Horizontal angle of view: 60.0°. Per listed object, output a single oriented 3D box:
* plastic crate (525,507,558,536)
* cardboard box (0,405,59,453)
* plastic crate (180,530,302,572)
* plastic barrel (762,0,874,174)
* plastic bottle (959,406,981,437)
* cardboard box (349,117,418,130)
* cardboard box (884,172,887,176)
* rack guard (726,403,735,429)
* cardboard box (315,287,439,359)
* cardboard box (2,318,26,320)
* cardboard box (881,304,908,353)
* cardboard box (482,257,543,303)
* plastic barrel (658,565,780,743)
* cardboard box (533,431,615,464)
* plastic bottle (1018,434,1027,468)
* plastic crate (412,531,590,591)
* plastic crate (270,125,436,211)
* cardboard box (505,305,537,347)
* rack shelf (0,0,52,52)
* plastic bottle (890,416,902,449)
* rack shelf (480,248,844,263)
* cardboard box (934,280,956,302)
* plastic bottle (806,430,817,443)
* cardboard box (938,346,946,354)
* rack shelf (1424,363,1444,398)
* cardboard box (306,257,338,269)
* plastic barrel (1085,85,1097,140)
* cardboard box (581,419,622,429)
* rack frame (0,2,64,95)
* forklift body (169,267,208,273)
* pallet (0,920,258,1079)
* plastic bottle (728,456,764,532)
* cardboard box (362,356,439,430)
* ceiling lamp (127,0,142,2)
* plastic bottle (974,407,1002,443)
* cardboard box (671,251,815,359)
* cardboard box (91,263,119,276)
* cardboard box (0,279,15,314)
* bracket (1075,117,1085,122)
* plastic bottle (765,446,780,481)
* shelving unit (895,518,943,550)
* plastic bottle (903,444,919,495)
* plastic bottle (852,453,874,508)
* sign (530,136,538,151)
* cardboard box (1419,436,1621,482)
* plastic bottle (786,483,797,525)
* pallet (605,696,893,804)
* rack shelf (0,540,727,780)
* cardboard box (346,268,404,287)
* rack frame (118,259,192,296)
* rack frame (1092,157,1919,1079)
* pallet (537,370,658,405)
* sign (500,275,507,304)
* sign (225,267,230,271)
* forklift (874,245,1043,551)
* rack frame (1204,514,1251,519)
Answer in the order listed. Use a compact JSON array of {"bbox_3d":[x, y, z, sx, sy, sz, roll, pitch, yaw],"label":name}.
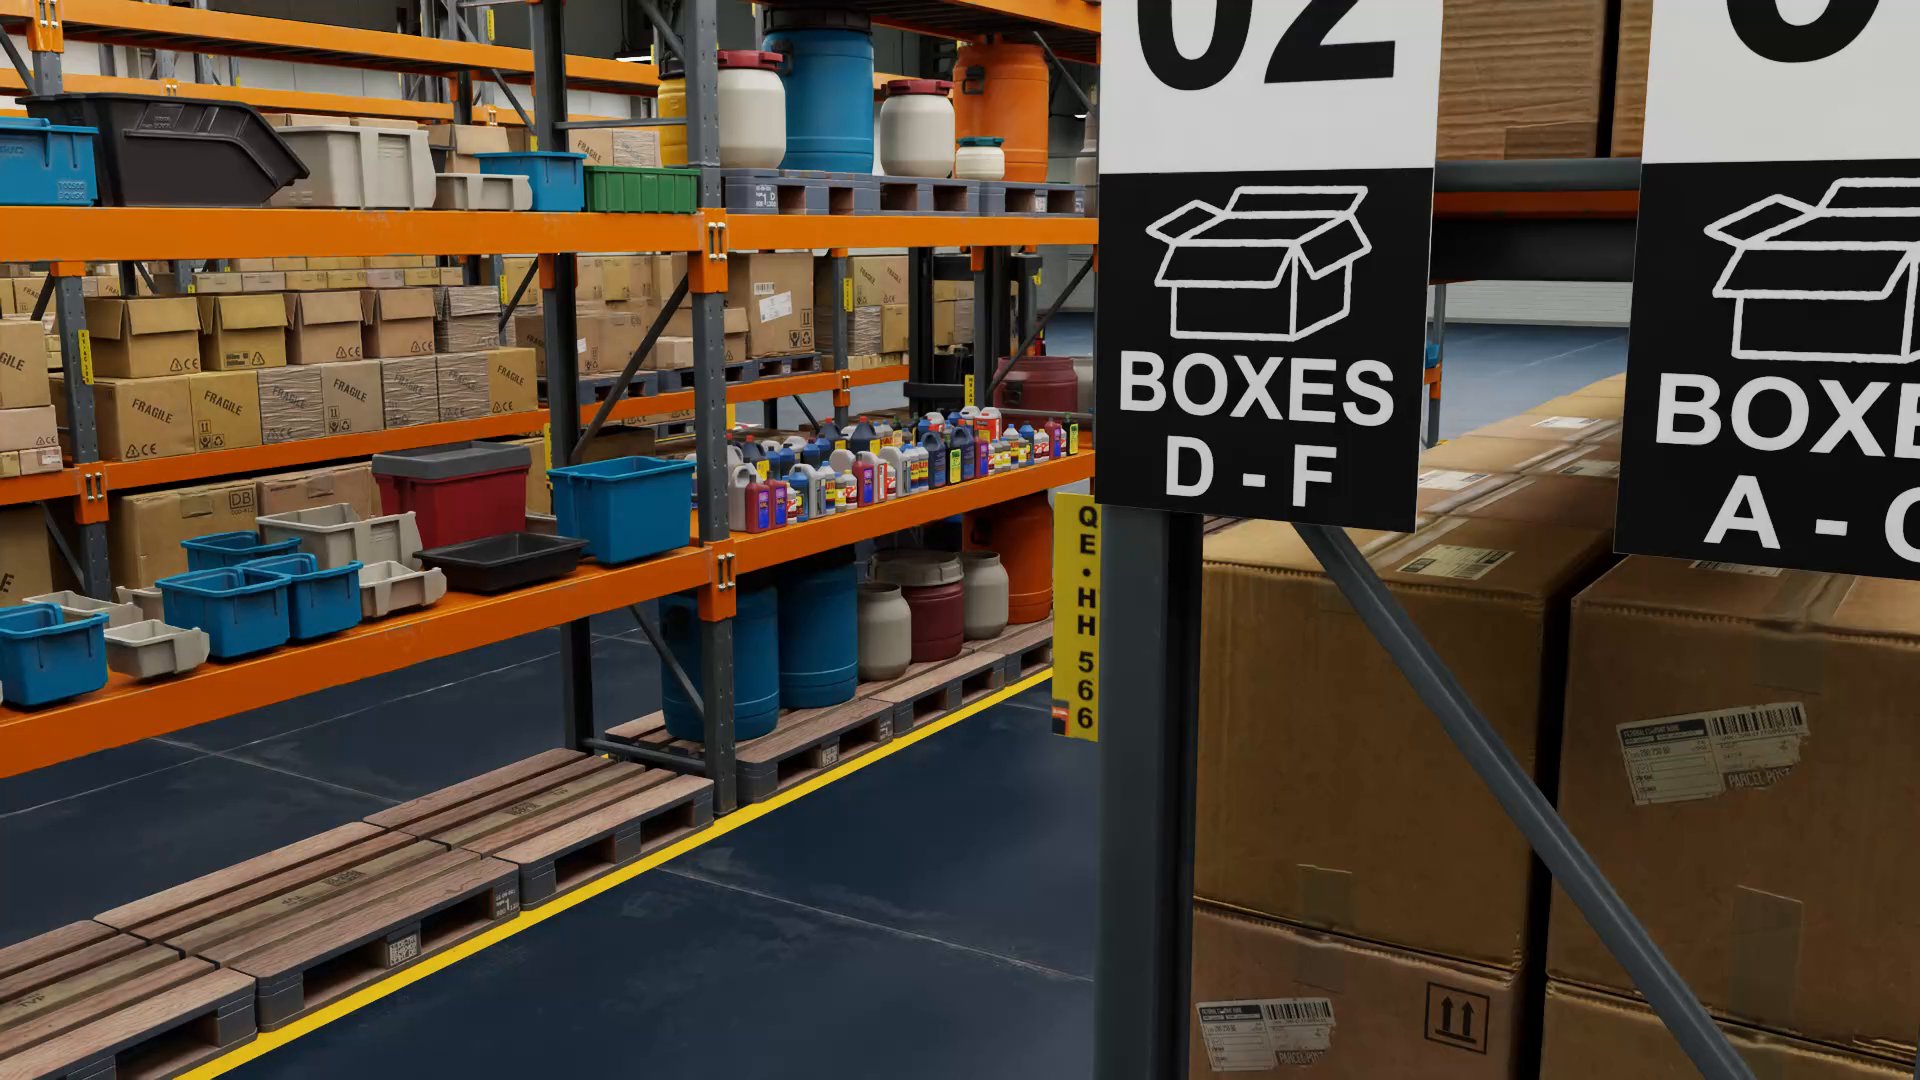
[{"bbox_3d":[-1.889,-0.060,7.589,0.396,0.136,0.243,6,12,31],"label":"plastic crate"},{"bbox_3d":[-5.763,-0.670,9.898,0.500,0.250,0.500,6,12,30],"label":"cardboard box"},{"bbox_3d":[-2.754,0.115,6.394,0.416,0.233,0.300,6,12,31],"label":"plastic crate"},{"bbox_3d":[-0.769,-2.430,9.040,0.600,0.901,0.708,6,12,31],"label":"plastic barrel"},{"bbox_3d":[0.051,-0.750,11.062,0.152,0.276,0.135,6,12,31],"label":"plastic bottle"},{"bbox_3d":[-4.309,-2.805,12.134,0.500,0.500,0.500,7,13,34],"label":"cardboard box"},{"bbox_3d":[-0.529,-4.288,19.029,0.500,0.500,0.500,6,12,30],"label":"cardboard box"},{"bbox_3d":[-3.702,-1.845,23.363,1.175,0.500,0.348,6,12,31],"label":"rack guard"},{"bbox_3d":[-4.415,-1.648,12.523,0.797,0.503,0.637,7,13,32],"label":"cardboard box"},{"bbox_3d":[-8.404,-1.863,14.592,0.380,0.149,0.250,7,13,33],"label":"cardboard box"},{"bbox_3d":[-1.028,-2.286,17.849,0.875,0.500,0.500,6,12,31],"label":"cardboard box"},{"bbox_3d":[-5.384,-3.197,20.453,0.875,0.550,0.550,6,12,31],"label":"cardboard box"},{"bbox_3d":[-1.228,0.522,8.492,0.600,0.901,0.708,6,12,31],"label":"plastic barrel"},{"bbox_3d":[-3.359,-0.786,14.475,0.500,0.250,0.500,7,13,33],"label":"cardboard box"},{"bbox_3d":[0.360,-0.548,10.183,0.097,0.201,0.097,0,11,0],"label":"plastic bottle"},{"bbox_3d":[-1.876,0.088,6.831,0.437,0.125,0.590,6,12,31],"label":"plastic crate"},{"bbox_3d":[-2.187,-1.325,5.968,0.437,0.282,0.530,6,12,31],"label":"plastic crate"},{"bbox_3d":[-5.610,-2.573,20.055,0.875,0.550,0.550,6,12,31],"label":"cardboard box"},{"bbox_3d":[-6.796,-2.777,8.287,1.077,0.370,4.000,6,12,31],"label":"rack shelf"},{"bbox_3d":[-0.418,-0.628,10.389,0.061,0.283,0.133,6,12,31],"label":"plastic bottle"},{"bbox_3d":[-2.643,-2.757,15.247,1.077,0.370,4.000,6,12,31],"label":"rack shelf"},{"bbox_3d":[-0.385,-2.921,18.523,0.500,0.500,0.500,6,12,31],"label":"cardboard box"},{"bbox_3d":[-0.874,-0.490,9.652,0.061,0.283,0.133,6,12,31],"label":"plastic bottle"},{"bbox_3d":[-0.377,-2.113,18.687,0.380,0.149,0.250,6,12,31],"label":"cardboard box"},{"bbox_3d":[3.667,-1.438,16.356,1.077,0.370,4.000,6,12,31],"label":"rack shelf"},{"bbox_3d":[-9.093,-3.787,23.150,0.700,0.500,0.500,6,12,29],"label":"cardboard box"},{"bbox_3d":[1.164,-2.678,11.506,0.600,0.901,0.600,0,11,0],"label":"plastic barrel"},{"bbox_3d":[-4.940,-1.837,21.162,0.875,0.875,0.875,6,12,31],"label":"cardboard box"},{"bbox_3d":[-5.758,-3.641,9.864,1.000,3.000,0.127,6,12,31],"label":"rack frame"},{"bbox_3d":[-11.667,-3.110,25.638,2.313,2.155,1.214,6,12,31],"label":"forklift body"},{"bbox_3d":[-3.140,1.654,5.458,1.003,0.211,1.213,6,12,31],"label":"pallet"},{"bbox_3d":[-1.044,-0.226,8.058,0.144,0.351,0.185,6,12,31],"label":"plastic bottle"},{"bbox_3d":[-4.256,-1.110,12.373,0.500,0.500,0.500,6,12,29],"label":"cardboard box"},{"bbox_3d":[-12.368,-9.001,22.629,0.800,3.185,2.000,6,12,31],"label":"ceiling lamp"},{"bbox_3d":[0.181,-0.736,10.984,0.152,0.276,0.135,6,12,31],"label":"plastic bottle"},{"bbox_3d":[-2.137,-2.340,16.447,1.000,1.000,1.000,6,12,31],"label":"cardboard box"},{"bbox_3d":[-10.590,-3.369,20.728,0.380,0.149,0.250,6,12,28],"label":"cardboard box"},{"bbox_3d":[-11.455,-2.801,19.460,0.500,0.500,0.500,7,13,34],"label":"cardboard box"},{"bbox_3d":[3.951,-13.817,54.437,0.235,0.232,0.430,6,12,31],"label":"bracket"},{"bbox_3d":[-1.029,-0.377,9.079,0.097,0.271,0.097,0,11,0],"label":"plastic bottle"},{"bbox_3d":[-0.340,-0.398,13.707,0.258,1.200,0.503,4,12,18],"label":"shelving unit"},{"bbox_3d":[-0.274,-0.390,9.151,0.097,0.271,0.097,0,11,0],"label":"plastic bottle"},{"bbox_3d":[-0.509,-0.319,8.736,0.061,0.283,0.133,6,12,31],"label":"plastic bottle"},{"bbox_3d":[-1.994,-1.751,7.894,0.100,0.325,0.005,6,12,31],"label":"sign"},{"bbox_3d":[1.153,0.085,3.273,0.500,0.500,0.500,7,13,32],"label":"cardboard box"},{"bbox_3d":[-0.856,-0.179,8.216,0.097,0.201,0.097,0,11,0],"label":"plastic bottle"},{"bbox_3d":[-1.089,1.034,8.772,1.003,0.211,1.213,6,12,31],"label":"pallet"},{"bbox_3d":[-2.563,0.449,6.275,1.077,0.370,4.000,6,12,31],"label":"rack shelf"},{"bbox_3d":[-6.572,-2.742,18.374,0.700,0.500,0.500,6,12,31],"label":"cardboard box"},{"bbox_3d":[-7.868,-1.811,16.393,1.000,3.000,0.127,6,12,31],"label":"rack frame"},{"bbox_3d":[0.630,0.884,1.998,1.000,3.000,0.127,6,12,31],"label":"rack frame"},{"bbox_3d":[-3.402,-1.350,14.447,1.213,0.211,1.003,6,12,31],"label":"pallet"},{"bbox_3d":[-5.322,-2.920,19.385,0.100,0.325,0.005,6,12,31],"label":"sign"},{"bbox_3d":[-9.598,-3.414,21.807,0.100,0.325,0.005,6,12,31],"label":"sign"},{"bbox_3d":[0.130,-1.562,15.249,1.130,2.935,3.031,3,11,14],"label":"forklift"},{"bbox_3d":[2.629,-1.477,14.609,1.000,3.000,0.127,6,12,31],"label":"rack frame"}]
